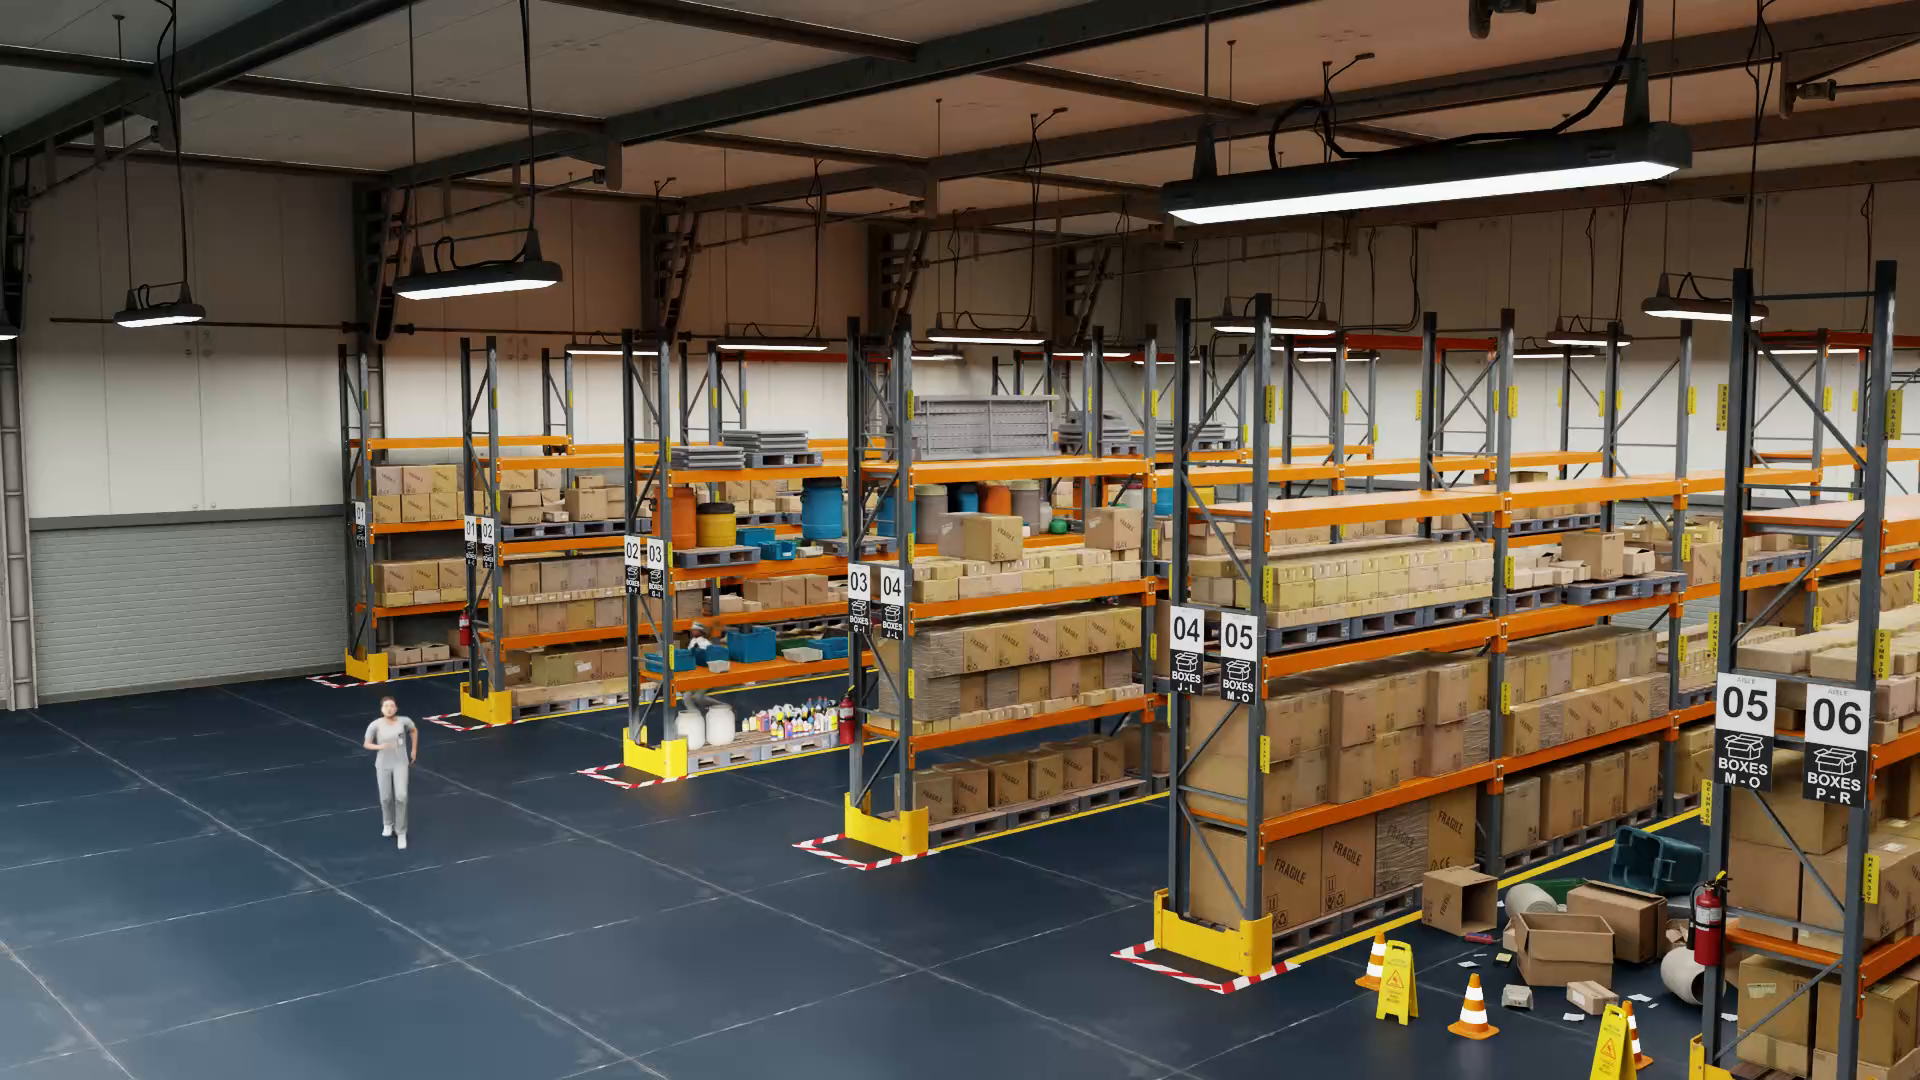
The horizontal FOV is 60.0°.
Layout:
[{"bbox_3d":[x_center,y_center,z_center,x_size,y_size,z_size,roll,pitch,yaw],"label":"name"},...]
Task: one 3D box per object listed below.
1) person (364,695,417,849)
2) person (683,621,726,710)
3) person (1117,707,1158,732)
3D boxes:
[{"bbox_3d":[-6.503,2.625,19.020,0.580,1.731,0.775,-2,5,-19],"label":"person"},{"bbox_3d":[-3.965,2.057,25.486,0.720,1.683,0.590,-5,7,-43],"label":"person"},{"bbox_3d":[2.699,2.004,25.436,0.698,1.773,0.853,5,7,41],"label":"person"}]
